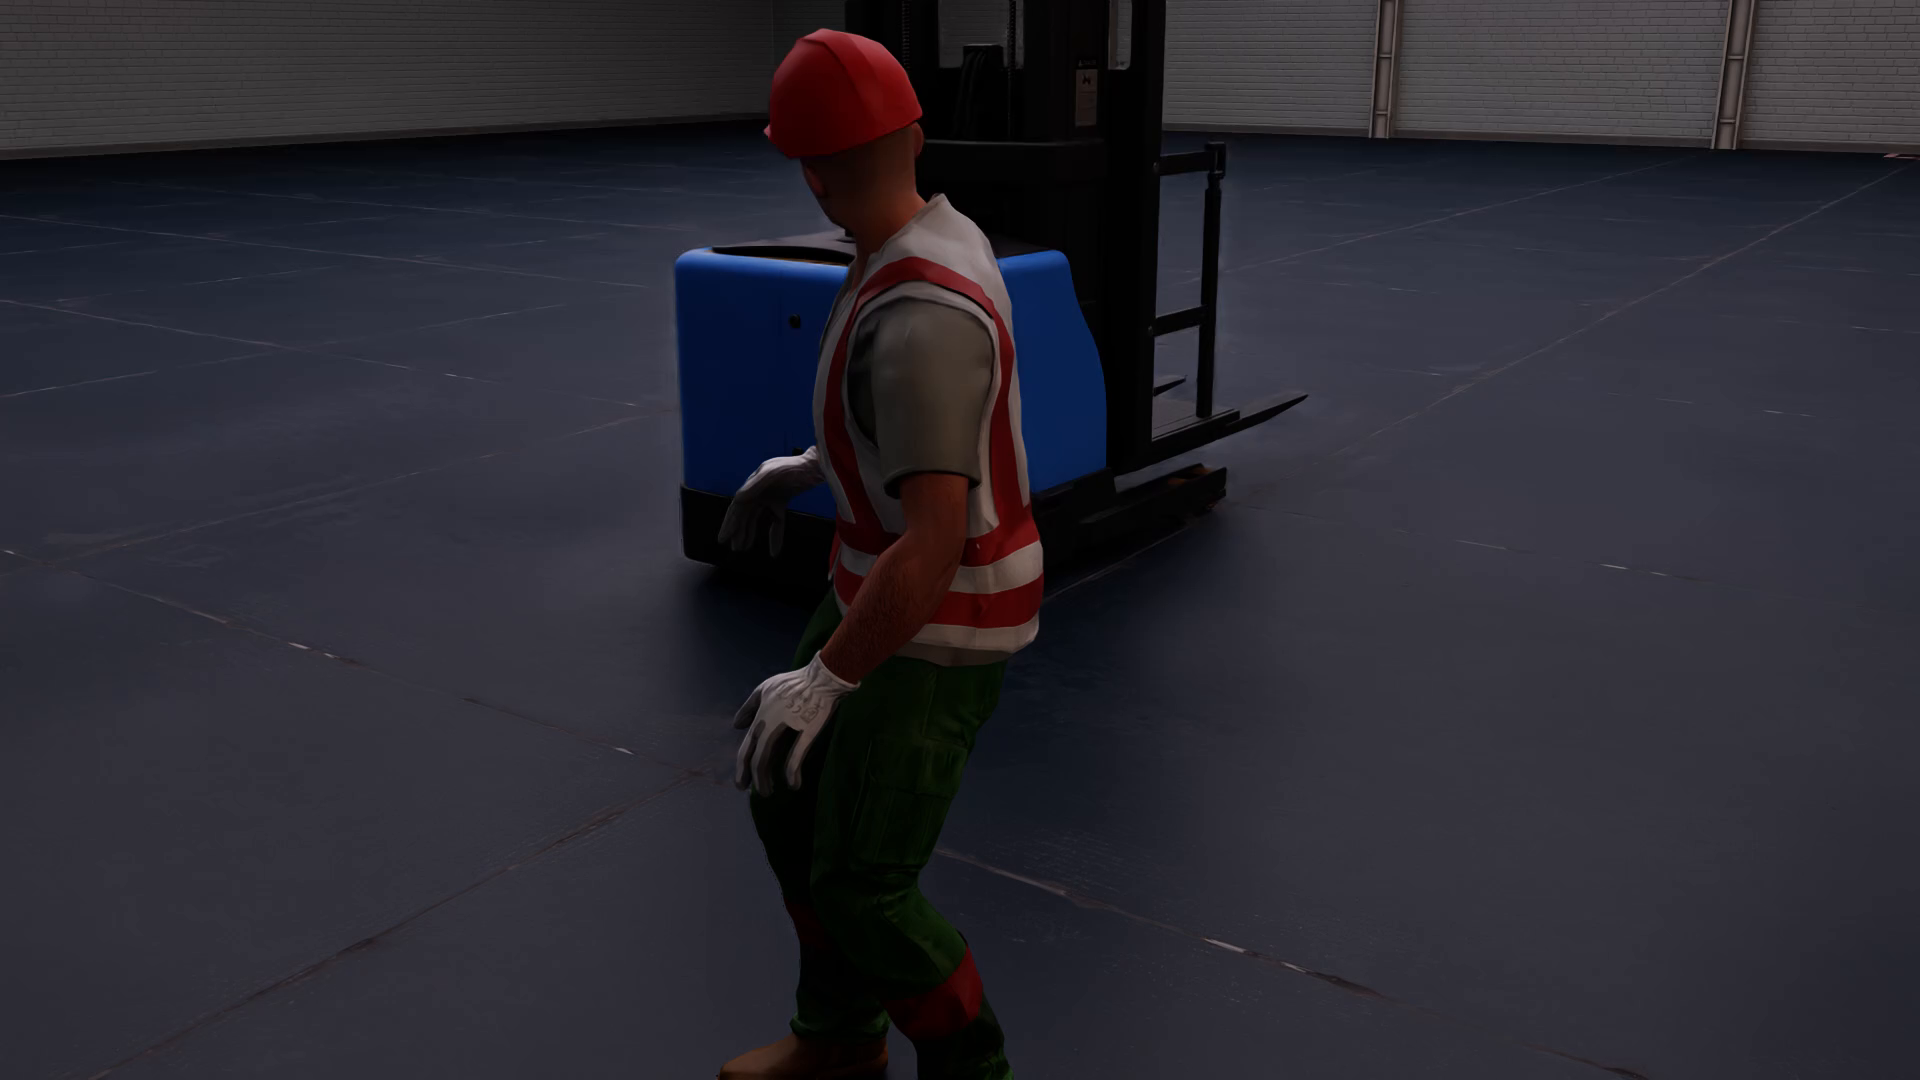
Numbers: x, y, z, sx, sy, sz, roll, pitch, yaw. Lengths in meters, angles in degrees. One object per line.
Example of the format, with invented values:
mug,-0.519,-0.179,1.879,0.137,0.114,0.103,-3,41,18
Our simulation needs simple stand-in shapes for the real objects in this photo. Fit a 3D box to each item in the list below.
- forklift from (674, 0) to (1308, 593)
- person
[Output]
forklift,0.361,-1.546,6.002,1.130,2.935,3.031,12,20,35
person,-0.133,0.137,2.498,0.518,1.732,0.755,-3,17,-11
